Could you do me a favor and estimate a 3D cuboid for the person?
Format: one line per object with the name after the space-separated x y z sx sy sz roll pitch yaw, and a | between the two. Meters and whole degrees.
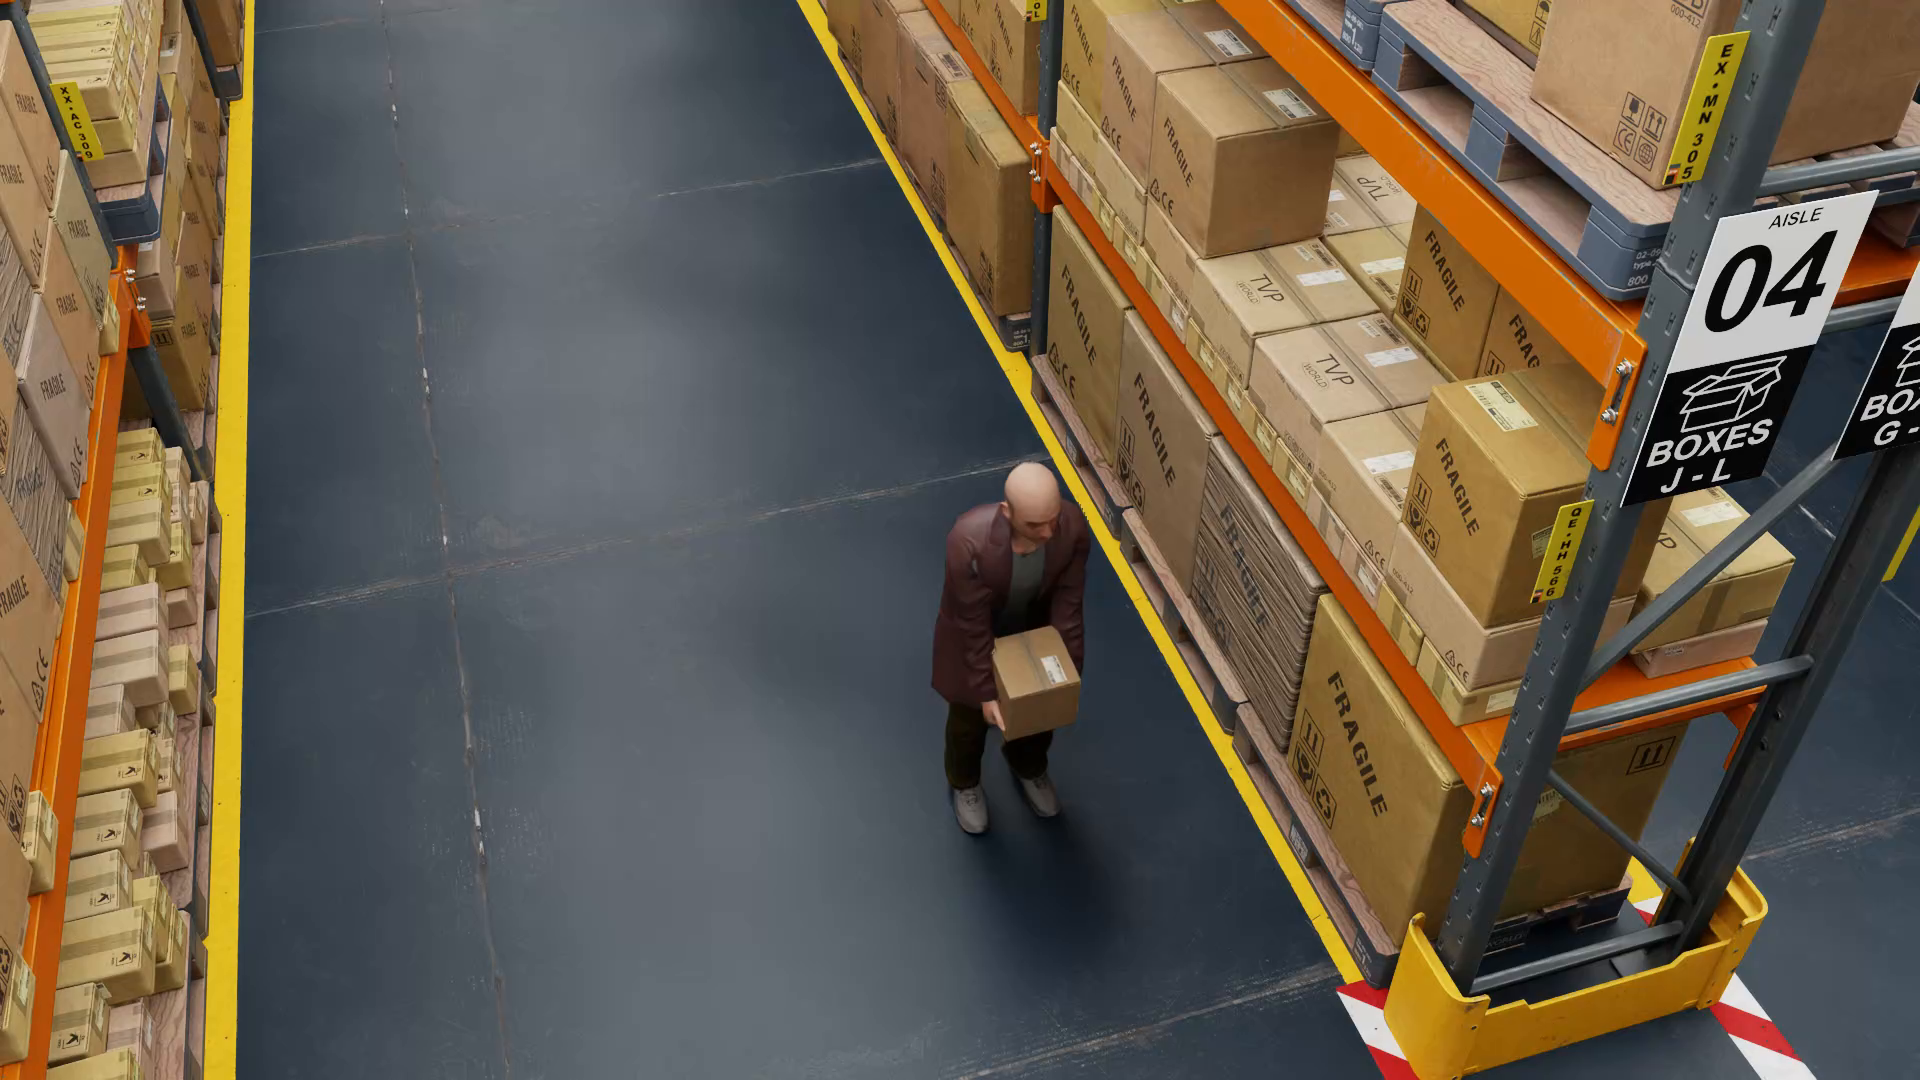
0.177 0.383 5.773 0.534 1.742 0.605 -12 43 -14 | person
